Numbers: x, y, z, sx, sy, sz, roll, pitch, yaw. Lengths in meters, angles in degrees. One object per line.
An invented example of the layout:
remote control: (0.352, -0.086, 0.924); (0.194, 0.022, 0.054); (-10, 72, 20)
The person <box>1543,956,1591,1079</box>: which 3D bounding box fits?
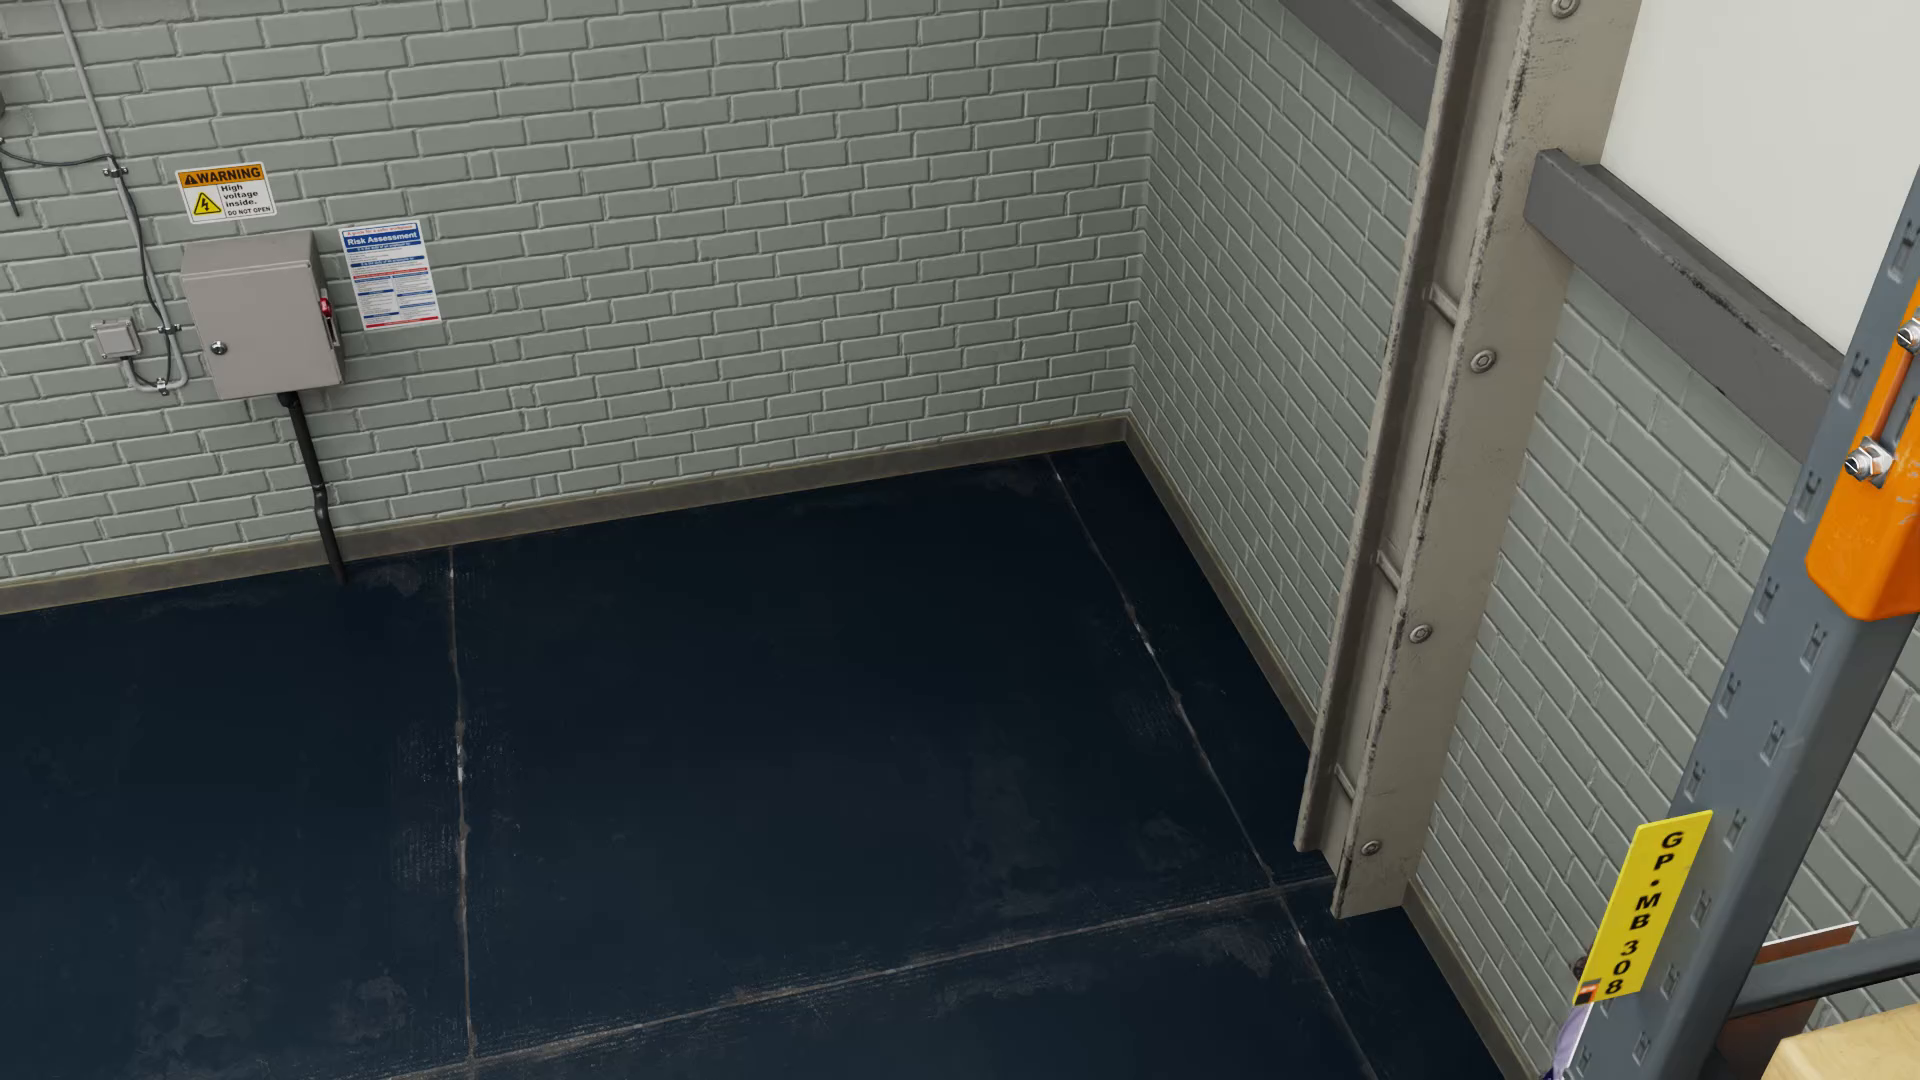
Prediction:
person: (1.726, 1.652, 4.628); (0.662, 1.627, 0.494); (24, 44, 27)
